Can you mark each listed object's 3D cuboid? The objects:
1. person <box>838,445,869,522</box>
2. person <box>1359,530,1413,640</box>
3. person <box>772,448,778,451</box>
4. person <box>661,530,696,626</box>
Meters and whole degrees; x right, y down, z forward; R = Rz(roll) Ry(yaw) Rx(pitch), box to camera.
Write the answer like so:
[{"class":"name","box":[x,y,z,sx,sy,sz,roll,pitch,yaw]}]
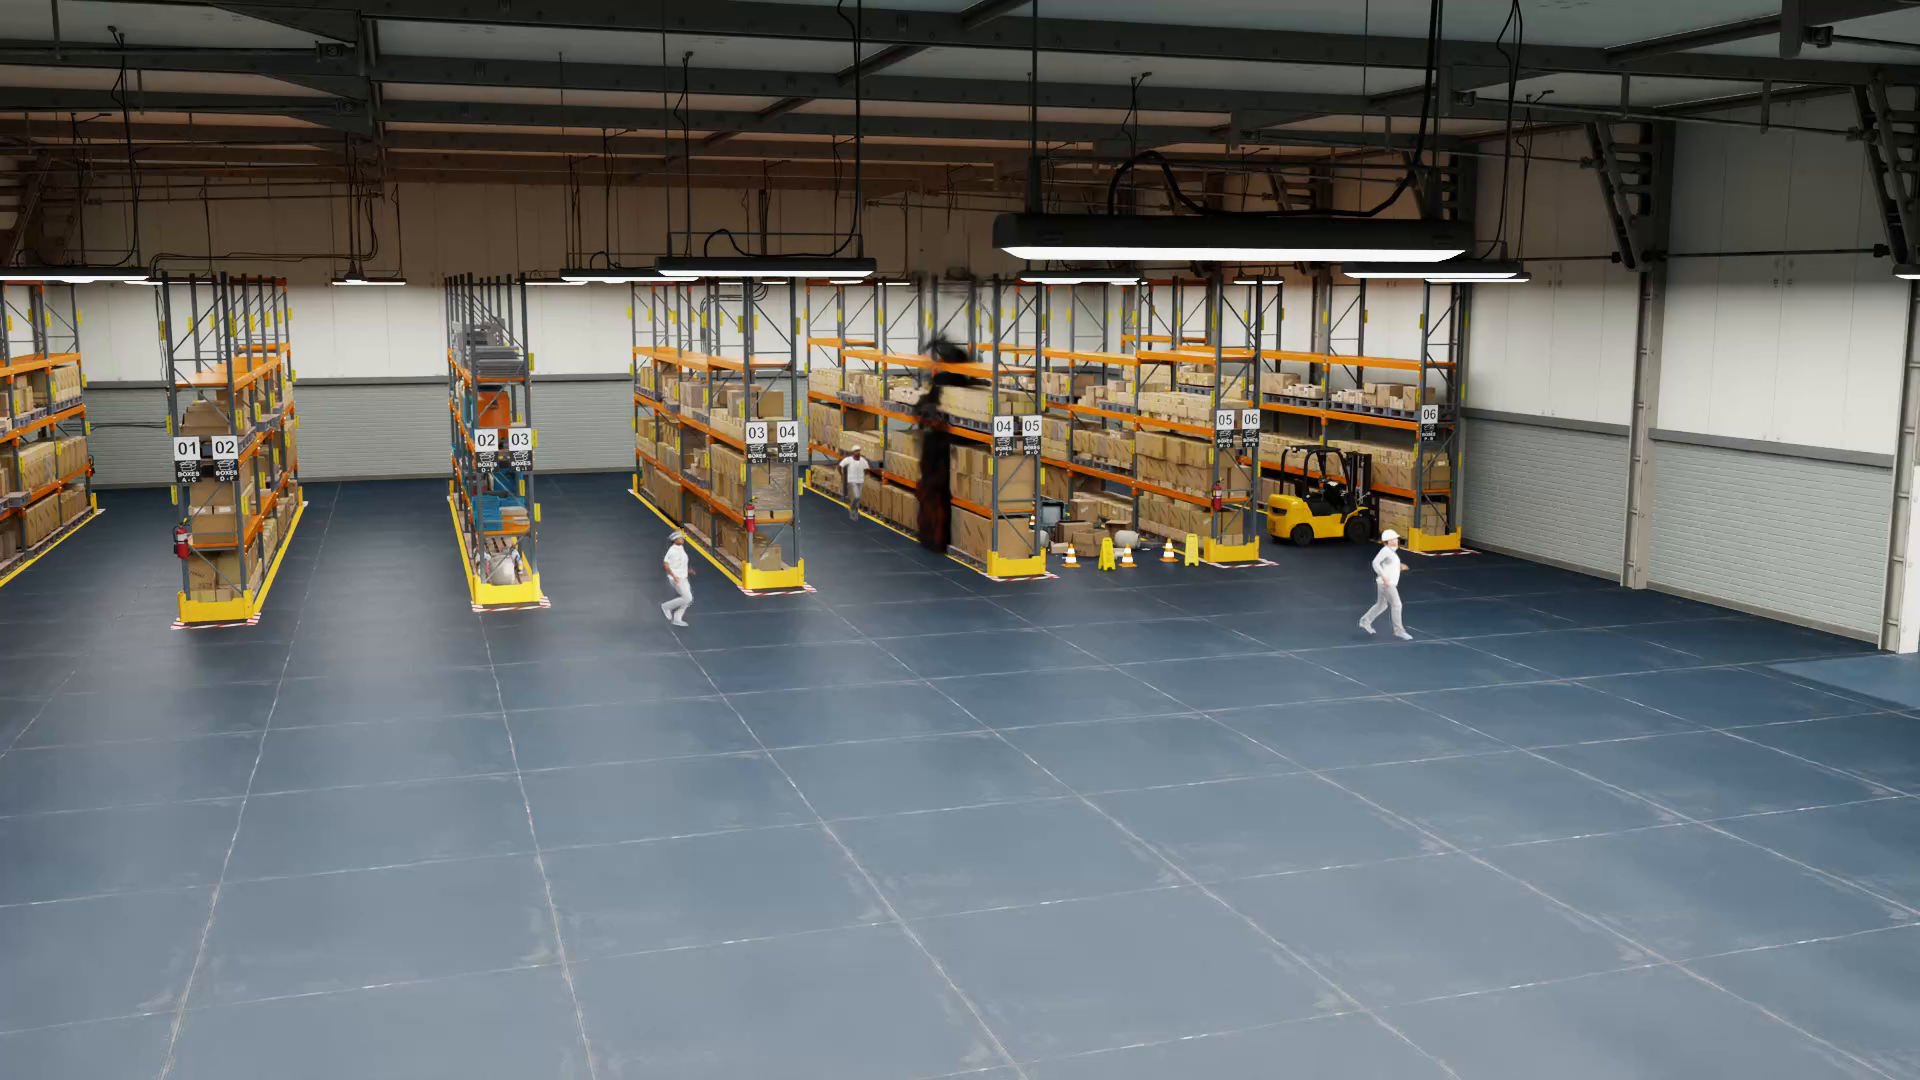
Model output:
[{"class":"person","box":[-2.448,-1.333,39.246,0.692,1.798,0.660,-5,10,-30]},{"class":"person","box":[7.028,0.715,27.339,0.878,1.785,0.656,2,9,16]},{"class":"person","box":[-4.935,-2.051,45.906,0.669,1.762,0.667,-1,9,-7]},{"class":"person","box":[-4.804,0.647,28.403,0.563,1.663,0.584,1,9,8]}]
